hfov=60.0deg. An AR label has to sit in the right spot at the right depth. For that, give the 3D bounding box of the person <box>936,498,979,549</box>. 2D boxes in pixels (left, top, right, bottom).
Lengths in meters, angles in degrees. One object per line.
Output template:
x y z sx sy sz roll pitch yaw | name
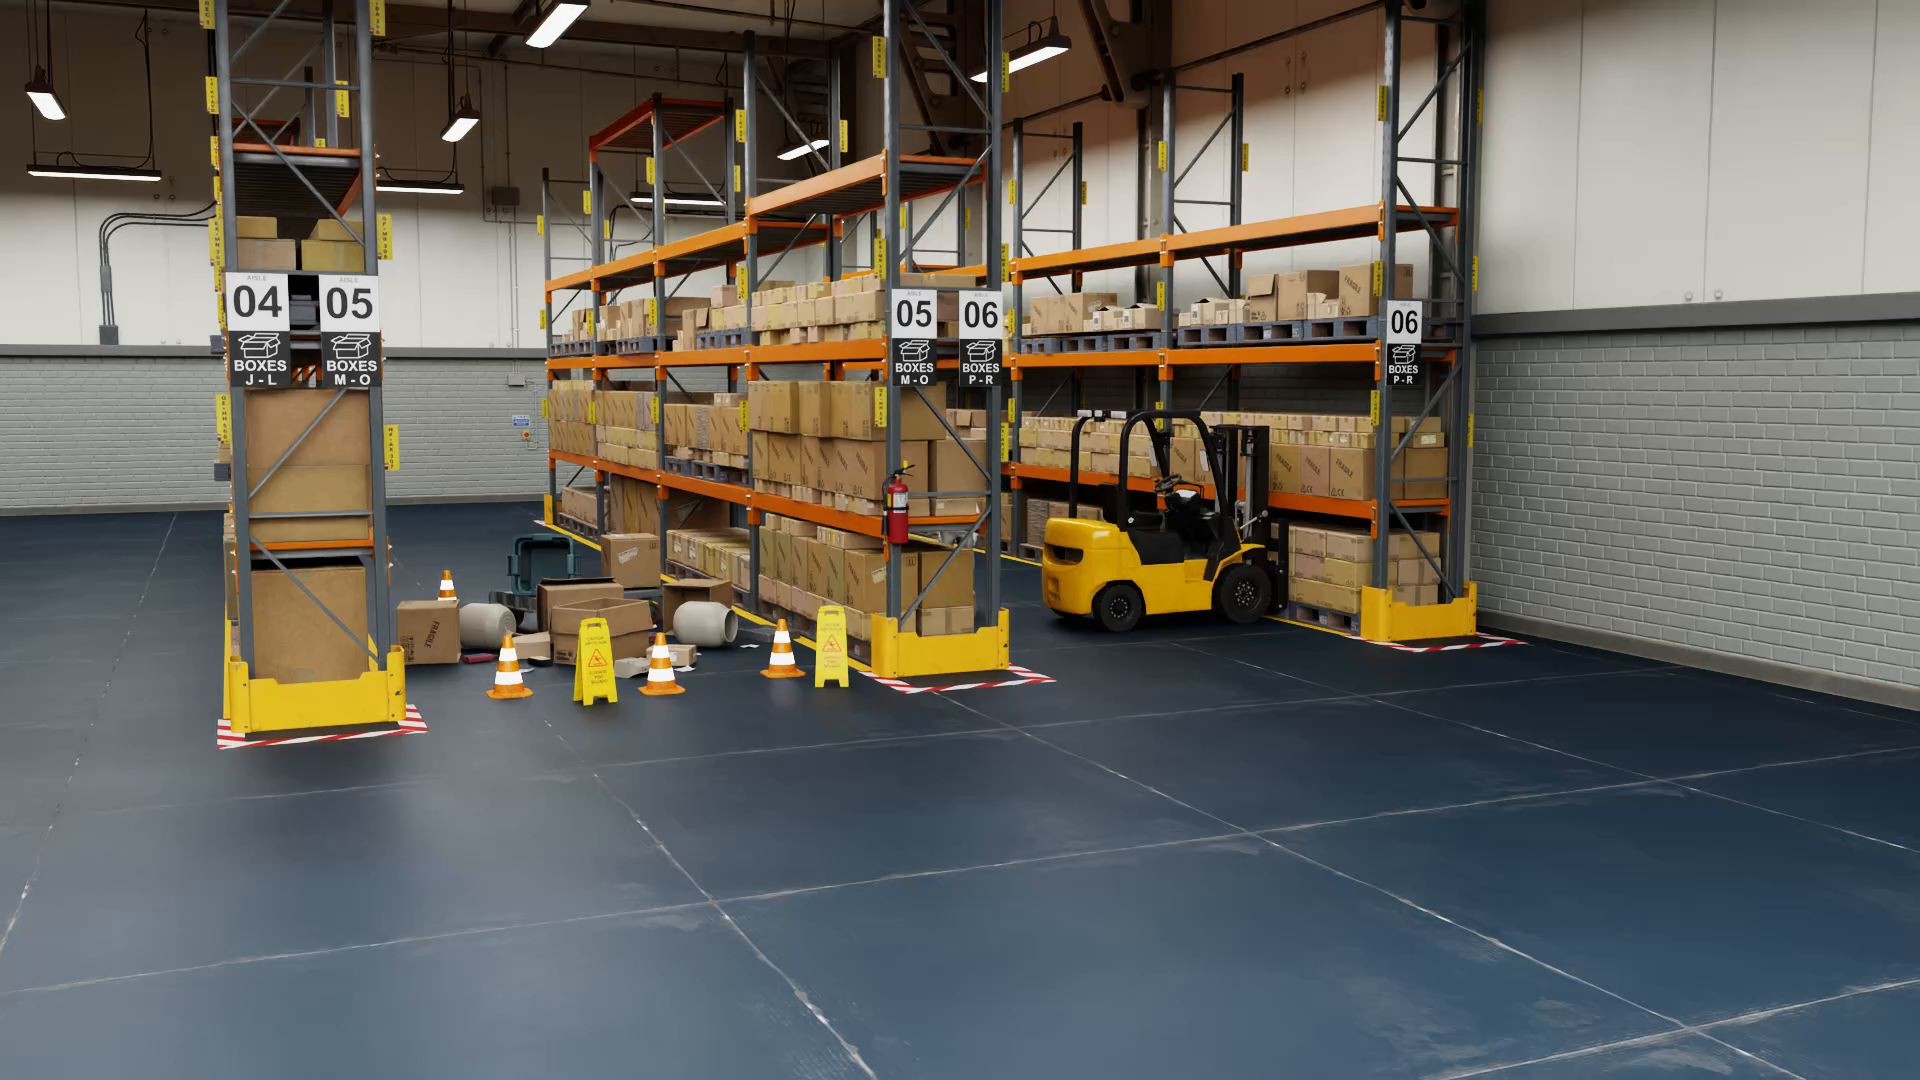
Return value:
-0.030 -0.078 17.851 0.473 1.661 0.331 0 6 -4 | person
